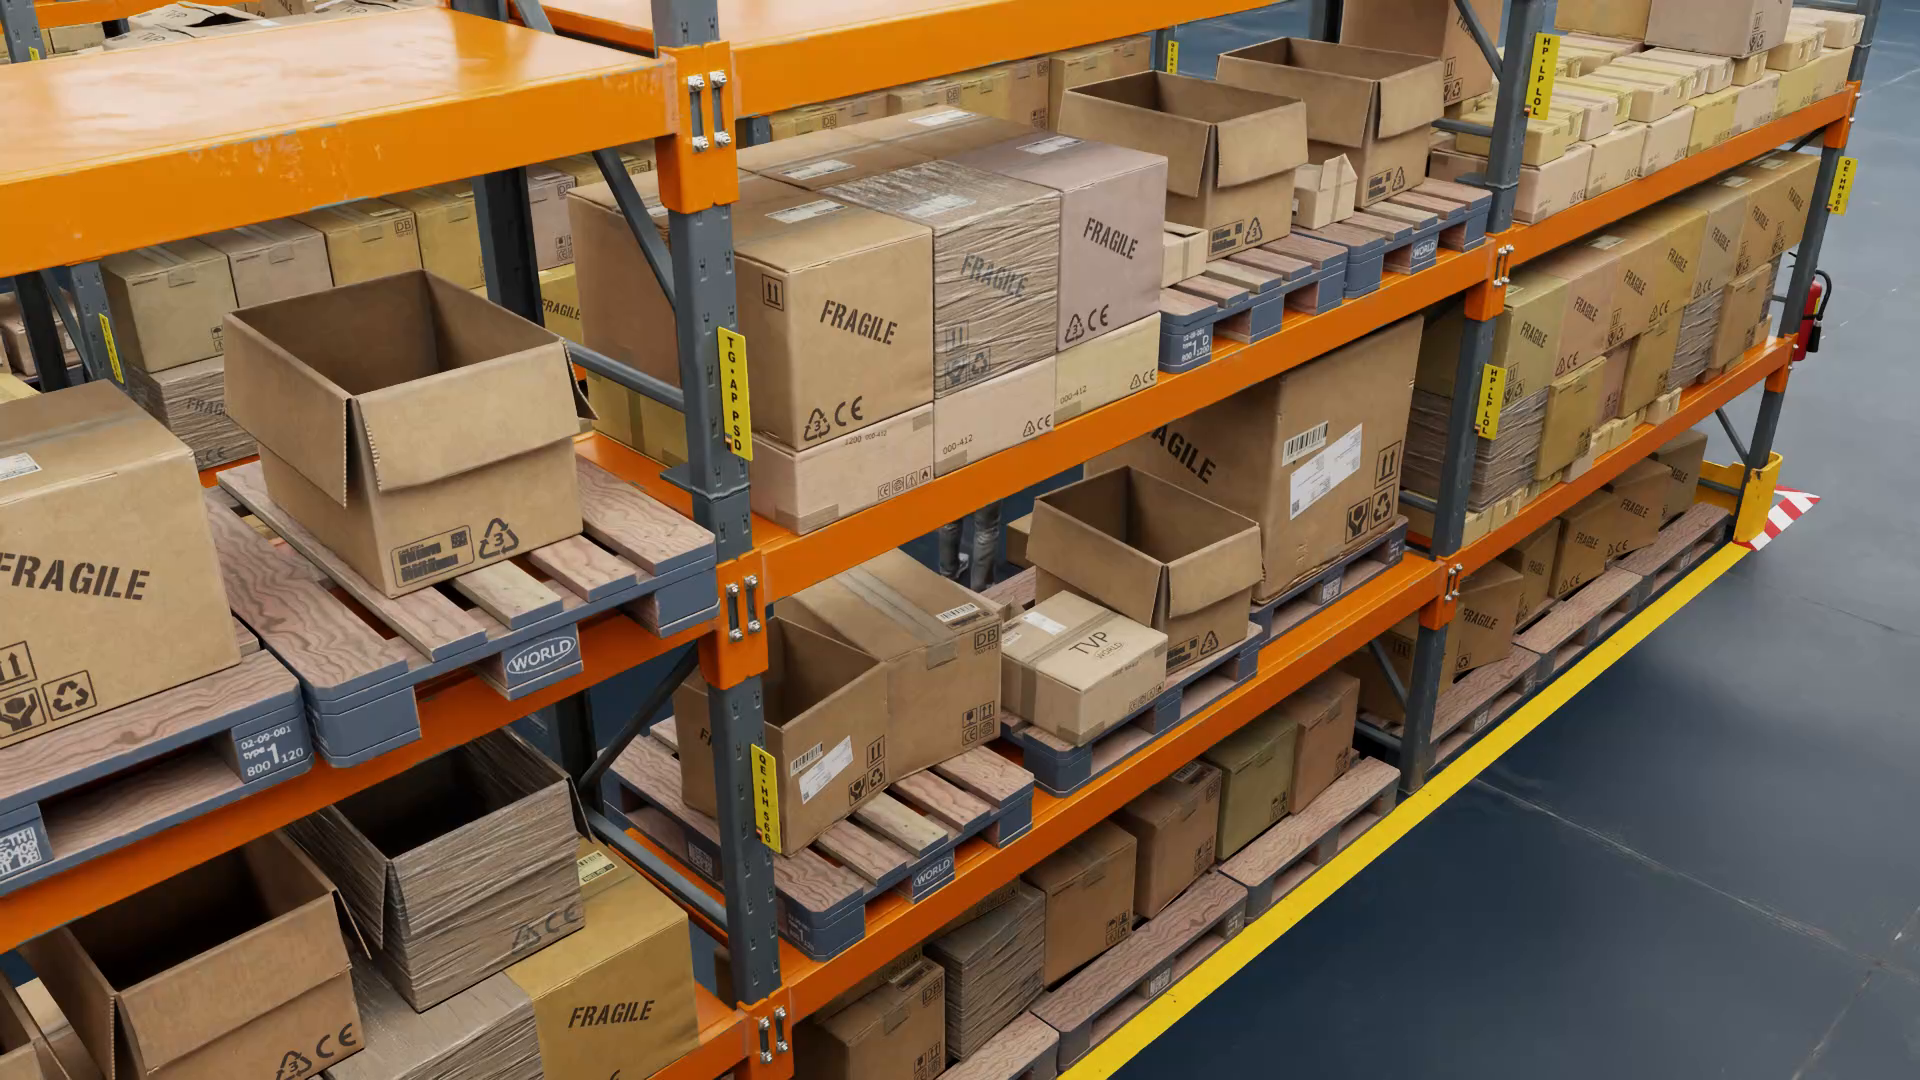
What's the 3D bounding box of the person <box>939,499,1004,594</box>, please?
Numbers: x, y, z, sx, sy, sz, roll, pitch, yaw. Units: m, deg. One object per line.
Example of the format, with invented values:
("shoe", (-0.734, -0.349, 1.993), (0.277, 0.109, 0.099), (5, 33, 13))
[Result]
("person", (0.093, -0.500, 9.532), (0.572, 1.770, 0.583), (9, 29, 17))
